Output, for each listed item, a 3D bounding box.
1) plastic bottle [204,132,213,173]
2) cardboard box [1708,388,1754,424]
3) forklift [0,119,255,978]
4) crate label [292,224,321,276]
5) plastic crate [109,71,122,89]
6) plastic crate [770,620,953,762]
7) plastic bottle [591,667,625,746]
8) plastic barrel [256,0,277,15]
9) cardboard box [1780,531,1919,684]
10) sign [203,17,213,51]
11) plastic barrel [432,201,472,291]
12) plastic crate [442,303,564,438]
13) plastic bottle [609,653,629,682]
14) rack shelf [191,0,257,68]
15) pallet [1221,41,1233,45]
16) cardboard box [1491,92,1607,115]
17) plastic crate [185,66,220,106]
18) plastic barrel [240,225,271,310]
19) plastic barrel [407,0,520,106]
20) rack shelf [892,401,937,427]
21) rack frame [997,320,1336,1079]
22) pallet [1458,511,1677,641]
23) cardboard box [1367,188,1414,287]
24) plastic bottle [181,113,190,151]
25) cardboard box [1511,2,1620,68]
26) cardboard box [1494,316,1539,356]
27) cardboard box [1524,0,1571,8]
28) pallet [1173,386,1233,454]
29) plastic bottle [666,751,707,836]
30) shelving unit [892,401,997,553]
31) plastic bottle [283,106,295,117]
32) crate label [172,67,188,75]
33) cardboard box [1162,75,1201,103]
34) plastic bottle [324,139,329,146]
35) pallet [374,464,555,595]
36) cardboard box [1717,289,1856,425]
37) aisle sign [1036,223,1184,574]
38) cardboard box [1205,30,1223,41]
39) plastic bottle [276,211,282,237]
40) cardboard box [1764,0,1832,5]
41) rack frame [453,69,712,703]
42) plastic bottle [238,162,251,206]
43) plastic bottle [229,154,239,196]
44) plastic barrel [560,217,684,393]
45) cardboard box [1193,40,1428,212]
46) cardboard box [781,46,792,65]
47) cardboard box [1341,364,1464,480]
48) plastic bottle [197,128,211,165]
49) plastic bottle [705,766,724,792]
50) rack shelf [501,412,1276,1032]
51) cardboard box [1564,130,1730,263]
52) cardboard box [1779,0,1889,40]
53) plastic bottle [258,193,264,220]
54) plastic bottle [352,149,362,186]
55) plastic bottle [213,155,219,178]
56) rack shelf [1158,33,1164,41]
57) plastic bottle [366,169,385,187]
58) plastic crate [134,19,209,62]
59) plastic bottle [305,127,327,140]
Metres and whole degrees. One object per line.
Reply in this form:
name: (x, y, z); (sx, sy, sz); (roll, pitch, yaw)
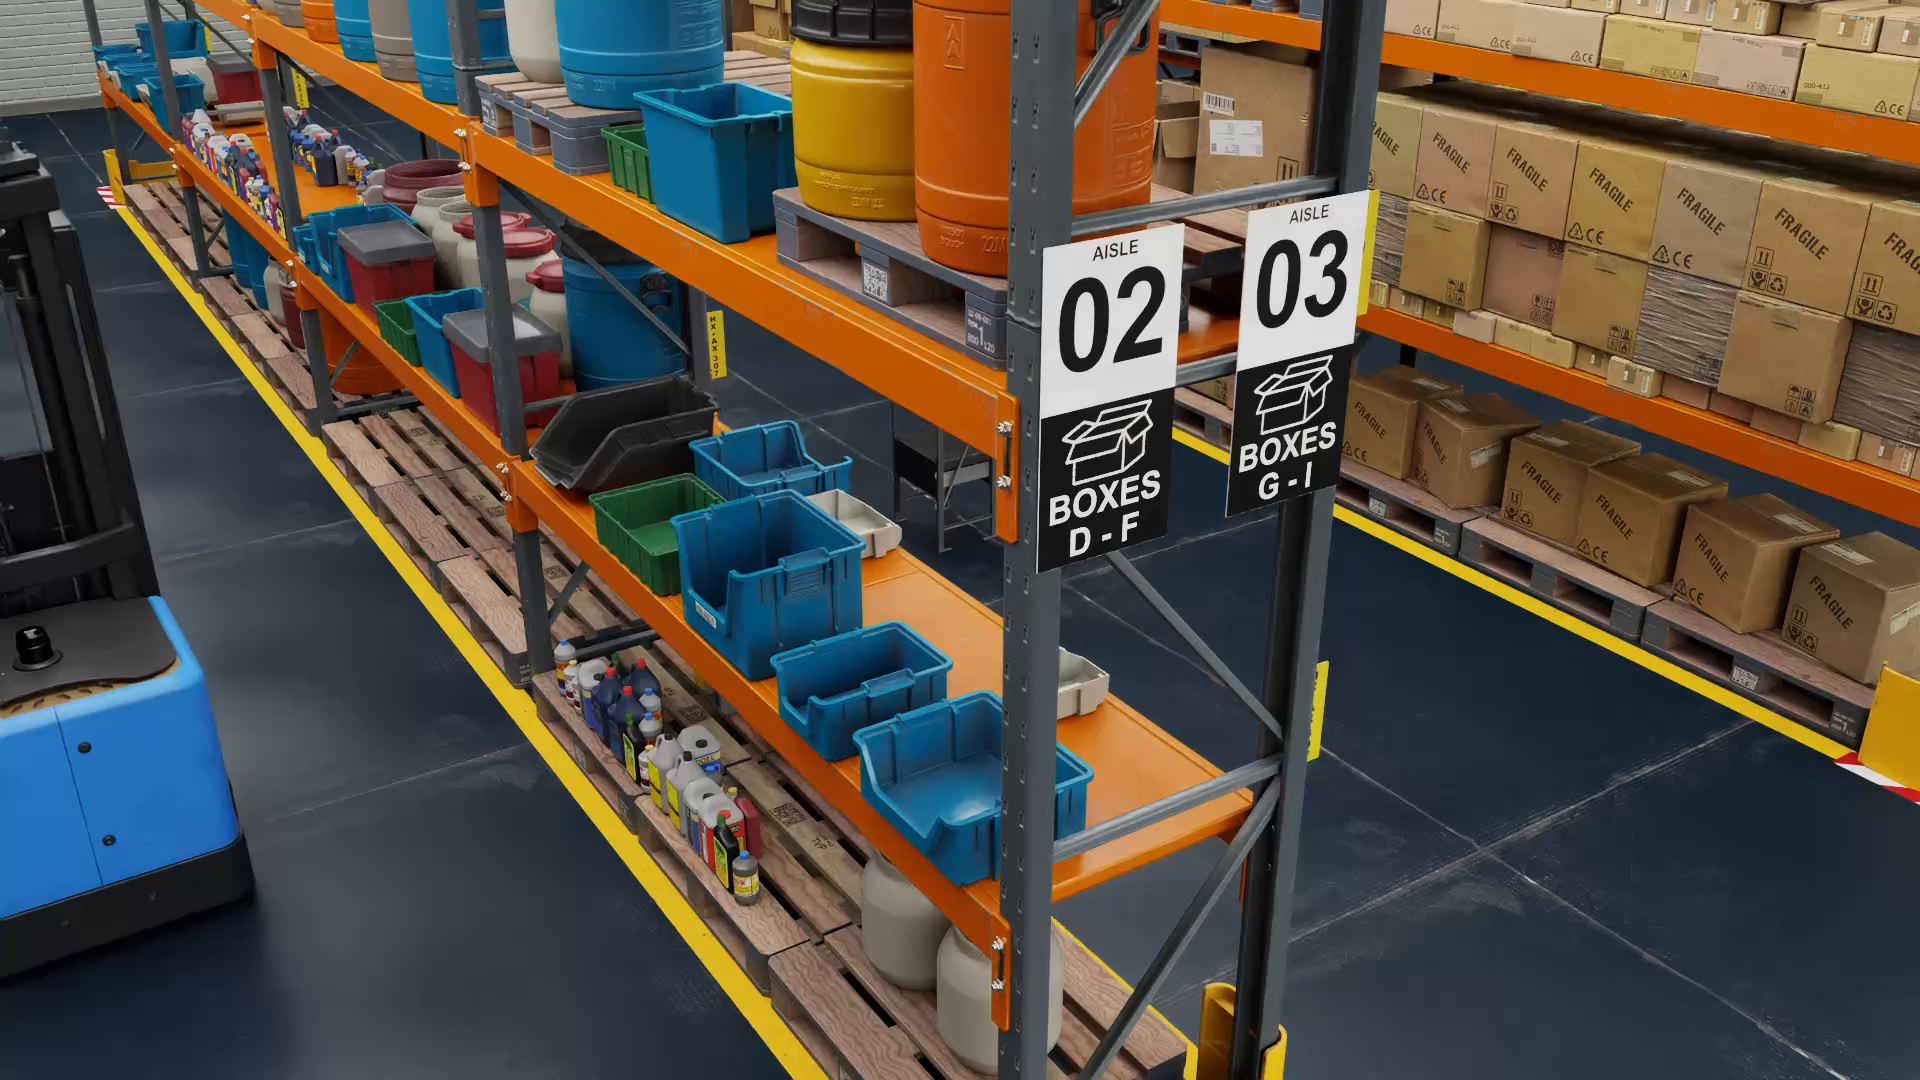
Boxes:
plastic bottle: (-5.666, -2.932, 12.585); (0.061, 0.283, 0.133); (-16, 29, -30)
cardboard box: (3.837, -0.695, 8.002); (0.380, 0.149, 0.250); (-16, 29, -30)
forklift: (-4.073, -0.269, 6.887); (1.130, 2.935, 3.031); (-16, 30, -31)
crate label: (-3.894, -1.789, 10.222); (0.303, 0.233, 0.416); (-16, 29, -30)
plastic crate: (-7.843, -4.330, 15.648); (0.250, 0.136, 0.298); (-16, 29, -30)
plastic crate: (-0.317, 0.483, 5.387); (0.499, 0.251, 0.408); (-16, 29, -30)
plastic bottle: (-1.534, 0.712, 7.315); (0.144, 0.351, 0.185); (-15, 29, -28)
plastic barrel: (-3.898, -3.327, 9.640); (0.421, 0.512, 0.421); (0, 25, 0)
cardboard box: (4.380, 0.318, 8.000); (0.500, 0.500, 0.500); (-10, 27, -20)
sign: (-7.726, -5.172, 17.001); (0.100, 0.325, 0.005); (-16, 29, -30)
plastic barrel: (-2.840, -1.684, 9.673); (0.421, 0.512, 0.421); (0, 25, 0)
plastic crate: (-2.147, -0.803, 7.862); (0.402, 0.464, 0.583); (-16, 29, -30)
plastic bottle: (-1.532, 0.658, 7.509); (0.061, 0.283, 0.133); (-16, 29, -30)
rack shelf: (-4.902, -3.849, 11.719); (1.077, 0.370, 4.000); (-16, 29, -30)
pallet: (3.435, -4.988, 17.028); (1.003, 0.211, 1.213); (-16, 29, -30)
cardboard box: (3.273, -2.183, 9.223); (0.500, 0.500, 0.500); (-16, 29, -30)
plastic crate: (-6.673, -4.096, 14.981); (0.437, 0.282, 0.530); (-16, 29, -30)
plastic barrel: (-5.325, -2.323, 13.122); (0.600, 0.901, 0.708); (-16, 29, -30)
plastic barrel: (-2.086, -2.386, 7.191); (0.600, 0.901, 0.708); (-16, 29, -30)
rack shelf: (-0.090, -0.996, 9.433); (0.431, 0.518, 0.480); (-16, 29, -30)
rack frame: (0.557, 0.759, 4.629); (1.000, 3.000, 0.127); (-16, 29, -30)
pallet: (3.589, 0.104, 9.283); (1.003, 0.211, 1.213); (-16, 29, -30)
cardboard box: (2.717, -1.831, 9.649); (0.875, 0.500, 0.500); (-16, 29, -30)
plastic bottle: (-6.151, -3.250, 13.258); (0.061, 0.283, 0.133); (-16, 29, -30)
cardboard box: (3.110, -2.526, 8.249); (0.500, 0.250, 0.500); (-17, 30, -32)
cardboard box: (3.091, -1.124, 8.912); (0.380, 0.149, 0.250); (-16, 29, -30)
cardboard box: (3.017, -2.732, 8.219); (0.380, 0.149, 0.250); (-16, 30, -31)
pallet: (2.097, -0.843, 11.289); (1.003, 0.211, 1.213); (-16, 29, -30)
plastic bottle: (-1.097, 0.998, 6.709); (0.144, 0.351, 0.185); (-14, 29, -27)
shelving unit: (-0.090, -1.009, 9.427); (0.431, 2.100, 0.503); (-16, 29, -30)
plastic bottle: (-5.508, -3.412, 13.609); (0.152, 0.276, 0.135); (-16, 29, -30)
crate label: (-7.262, -4.422, 15.841); (0.396, 0.136, 0.243); (-16, 29, -30)
cardboard box: (2.549, -4.880, 18.132); (0.500, 0.250, 0.500); (-17, 30, -32)
plastic bottle: (-4.725, -2.870, 12.468); (0.097, 0.271, 0.097); (0, 25, 0)
pallet: (-2.758, -0.120, 9.756); (1.003, 0.211, 1.213); (-16, 29, -30)
cardboard box: (4.056, -0.929, 7.739); (0.875, 0.500, 0.500); (-16, 29, -30)
aisle sign: (0.347, -0.322, 3.873); (0.394, 0.787, 0.004); (-16, 29, -30)
cardboard box: (2.761, -5.267, 17.195); (0.380, 0.149, 0.250); (-17, 30, -32)
plastic bottle: (-4.436, -2.104, 10.925); (0.097, 0.201, 0.097); (0, 25, 0)
cardboard box: (3.649, -2.653, 7.292); (0.500, 0.500, 0.500); (-16, 29, -30)
rack frame: (-1.627, -0.672, 7.660); (1.000, 3.000, 0.127); (-16, 29, -30)
plastic bottle: (-5.013, -2.504, 11.677); (0.061, 0.283, 0.133); (-16, 29, -30)
plastic bottle: (-5.186, -2.618, 11.918); (0.061, 0.283, 0.133); (-16, 29, -30)
plastic barrel: (-1.584, -1.107, 7.995); (0.600, 0.901, 0.708); (-16, 29, -30)
cardboard box: (2.207, -2.604, 10.558); (1.000, 1.000, 1.000); (-15, 29, -29)
cardboard box: (-1.254, -4.151, 14.913); (0.500, 0.500, 0.500); (-16, 30, -31)
cardboard box: (2.708, -0.733, 10.226); (0.500, 0.500, 0.500); (-17, 30, -31)
plastic bottle: (-5.820, -3.042, 12.831); (0.097, 0.271, 0.097); (0, 25, 0)
plastic bottle: (-1.020, 1.022, 6.834); (0.097, 0.201, 0.097); (0, 25, 0)
rack shelf: (-0.535, 0.369, 6.298); (1.077, 0.370, 4.000); (-16, 29, -30)
cardboard box: (3.385, -1.704, 8.210); (0.500, 0.500, 0.500); (-16, 29, -30)
cardboard box: (3.821, -2.286, 7.273); (0.380, 0.149, 0.250); (-15, 29, -29)
plastic bottle: (-4.722, -2.291, 11.321); (0.097, 0.201, 0.097); (0, 25, 0)
plastic bottle: (-4.368, -2.704, 12.101); (0.061, 0.283, 0.133); (-16, 29, -30)
plastic bottle: (-5.515, -2.810, 12.422); (0.097, 0.201, 0.097); (0, 25, 0)
rack shelf: (1.275, -6.197, 20.207); (1.077, 0.370, 4.000); (-16, 29, -30)
plastic bottle: (-4.028, -2.442, 11.555); (0.152, 0.276, 0.135); (-16, 29, -30)
plastic crate: (-7.838, -4.931, 16.570); (0.616, 0.435, 0.499); (-16, 29, -30)
plastic bottle: (-4.960, -3.052, 12.848); (0.152, 0.276, 0.135); (-16, 29, -30)
